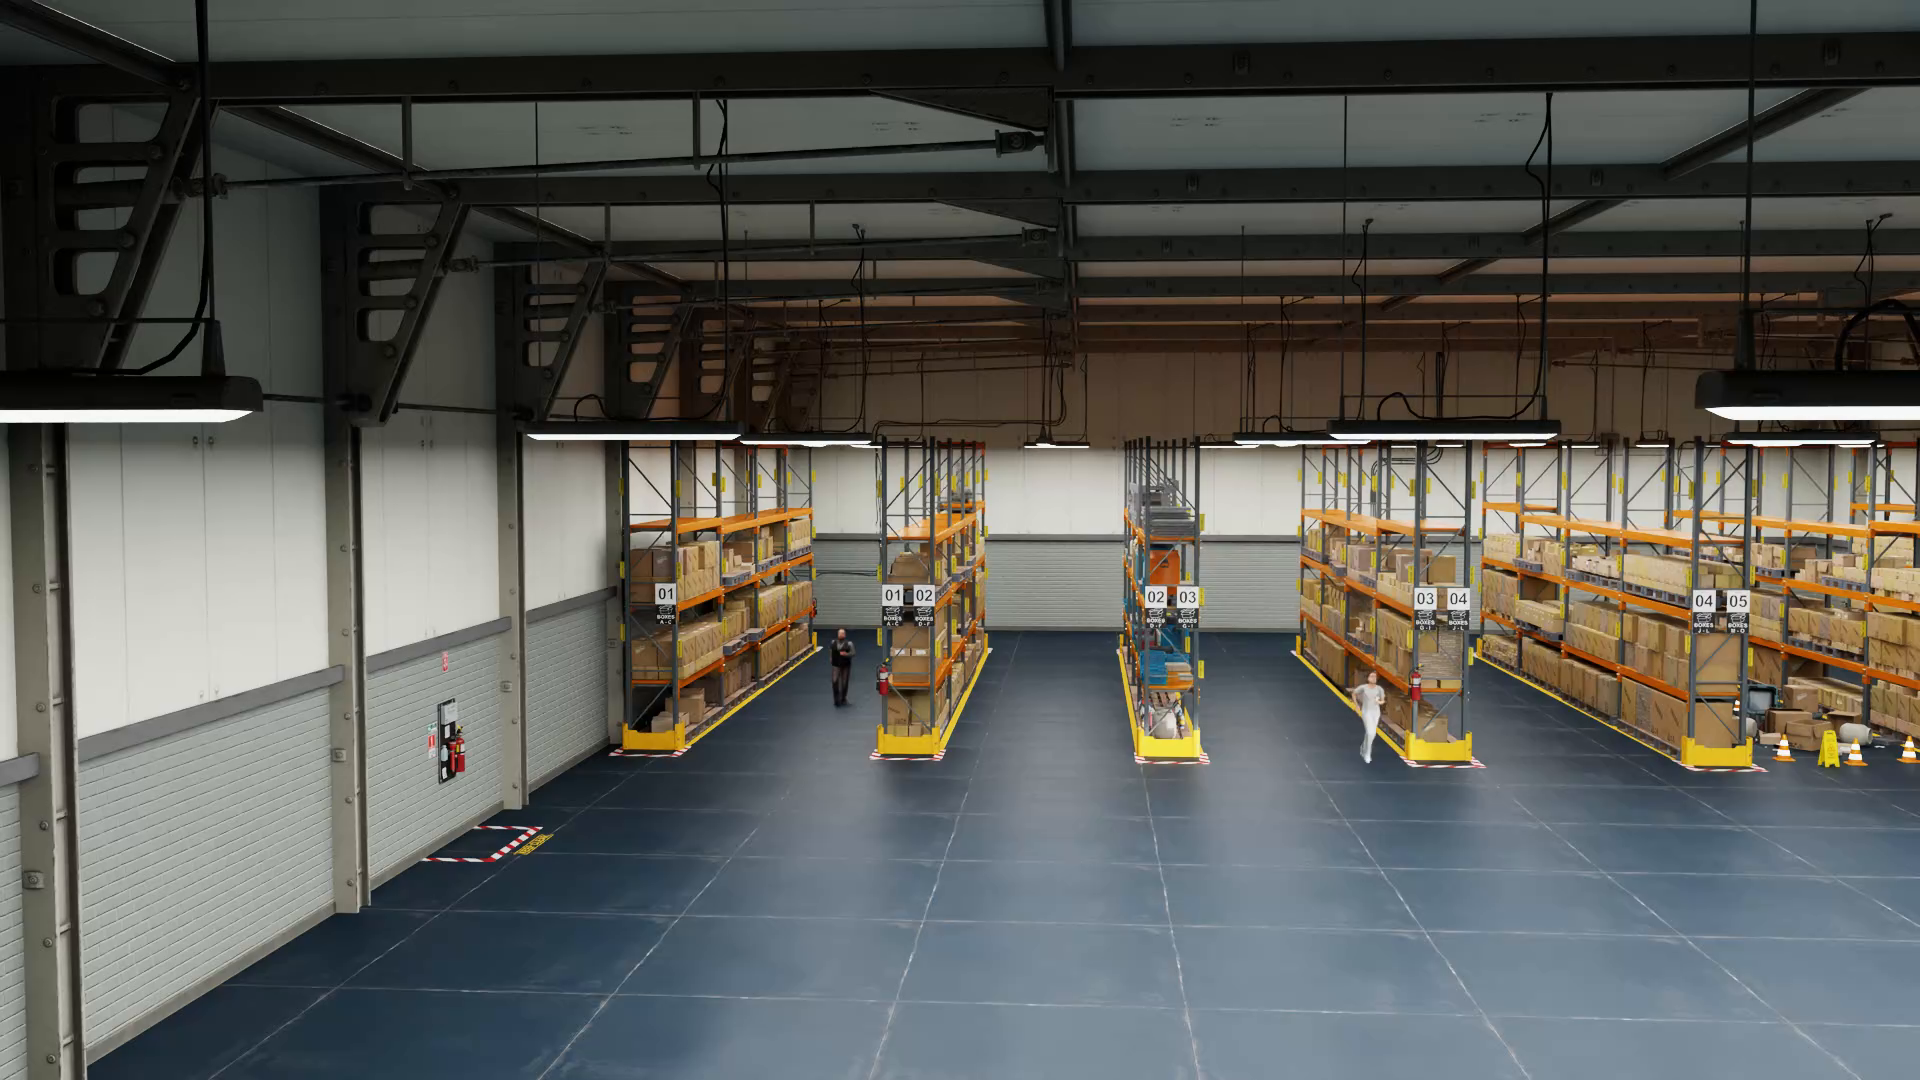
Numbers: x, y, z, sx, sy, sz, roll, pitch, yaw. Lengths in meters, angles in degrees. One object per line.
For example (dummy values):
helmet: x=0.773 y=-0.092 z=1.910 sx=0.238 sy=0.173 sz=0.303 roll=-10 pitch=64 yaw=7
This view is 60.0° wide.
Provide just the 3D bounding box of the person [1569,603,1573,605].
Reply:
person: x=16.590 y=2.492 z=45.211 sx=0.541 sy=1.573 sz=0.864 roll=0 pitch=3 yaw=-3

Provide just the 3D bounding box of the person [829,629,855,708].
person: x=-2.655 y=2.888 z=37.398 sx=0.633 sy=1.779 sz=0.814 roll=0 pitch=3 yaw=1

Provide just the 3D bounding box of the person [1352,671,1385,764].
person: x=7.569 y=3.249 z=30.702 sx=0.536 sy=1.687 sz=0.658 roll=0 pitch=3 yaw=-8
